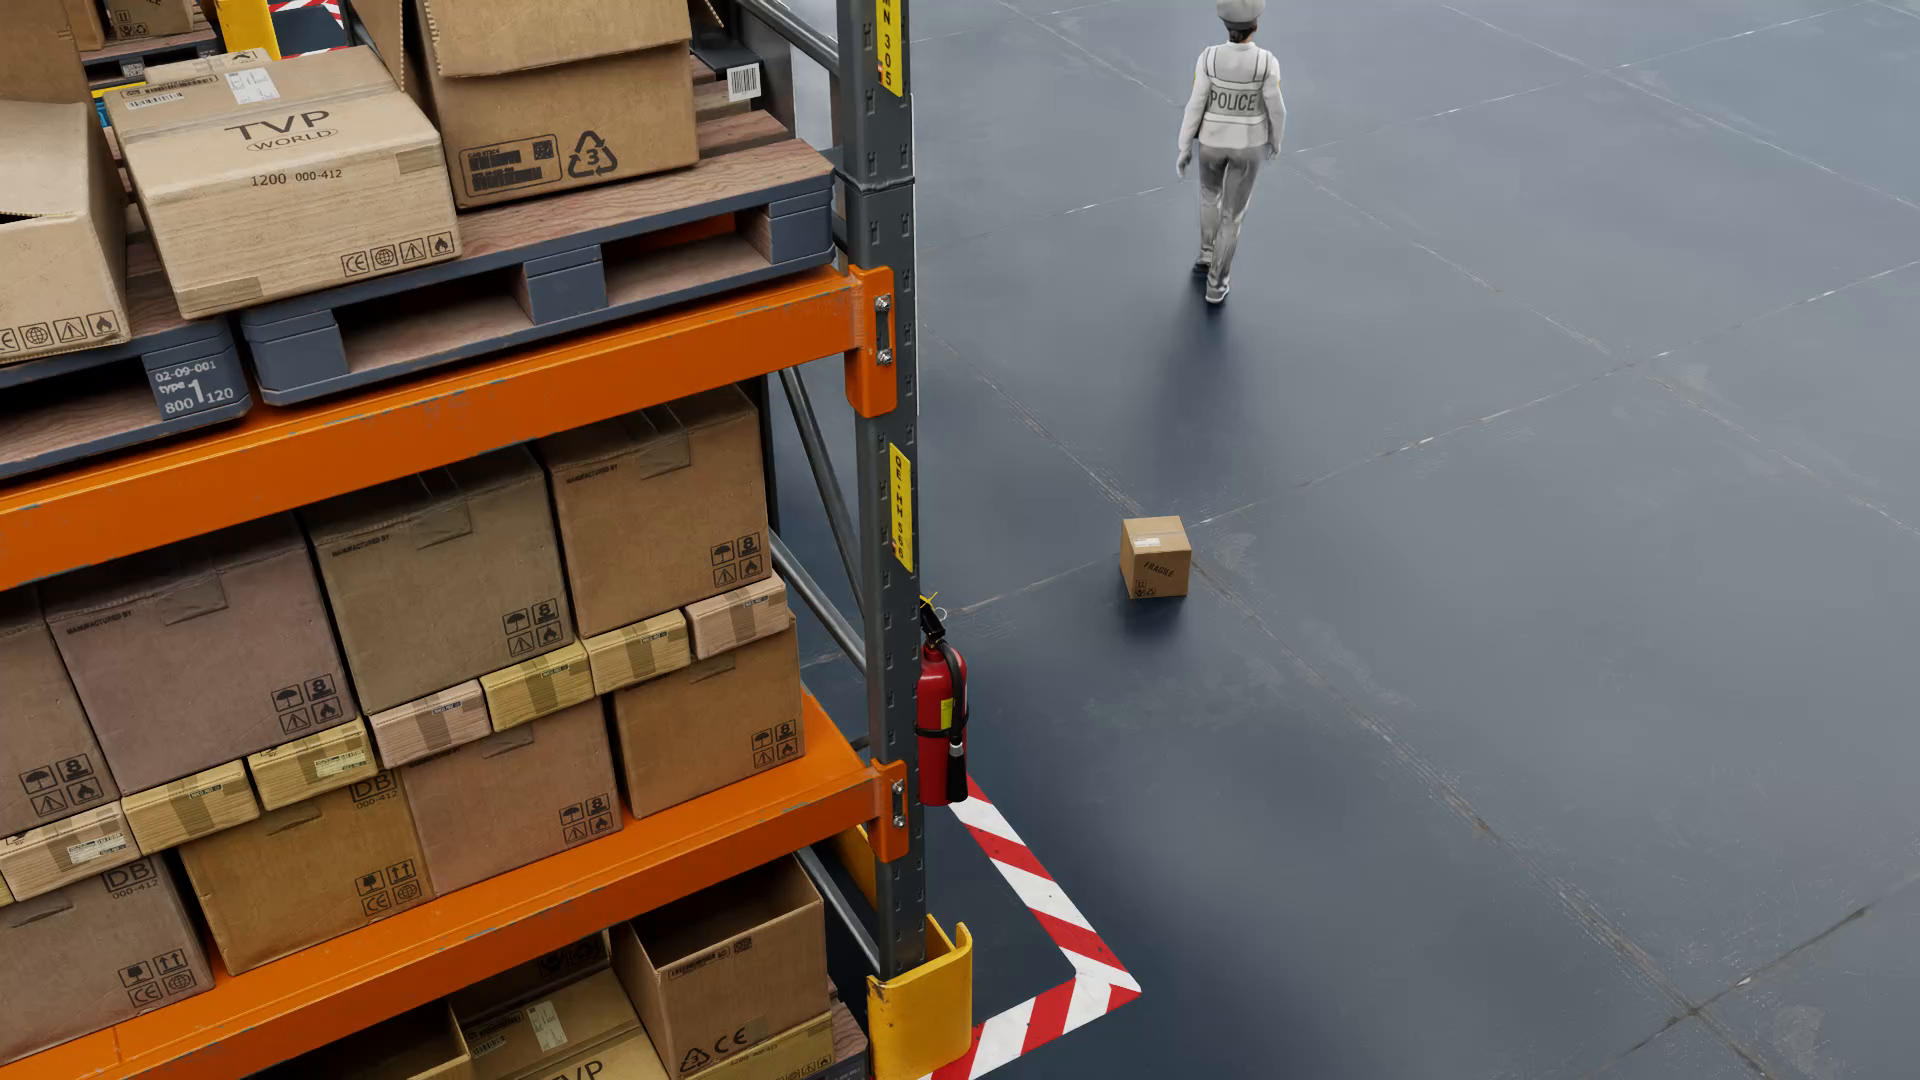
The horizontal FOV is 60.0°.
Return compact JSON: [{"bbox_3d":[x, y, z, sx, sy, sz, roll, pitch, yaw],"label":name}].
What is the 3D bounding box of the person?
[{"bbox_3d":[1.466,-2.112,8.947,0.532,1.744,0.643,12,39,15],"label":"person"}]
